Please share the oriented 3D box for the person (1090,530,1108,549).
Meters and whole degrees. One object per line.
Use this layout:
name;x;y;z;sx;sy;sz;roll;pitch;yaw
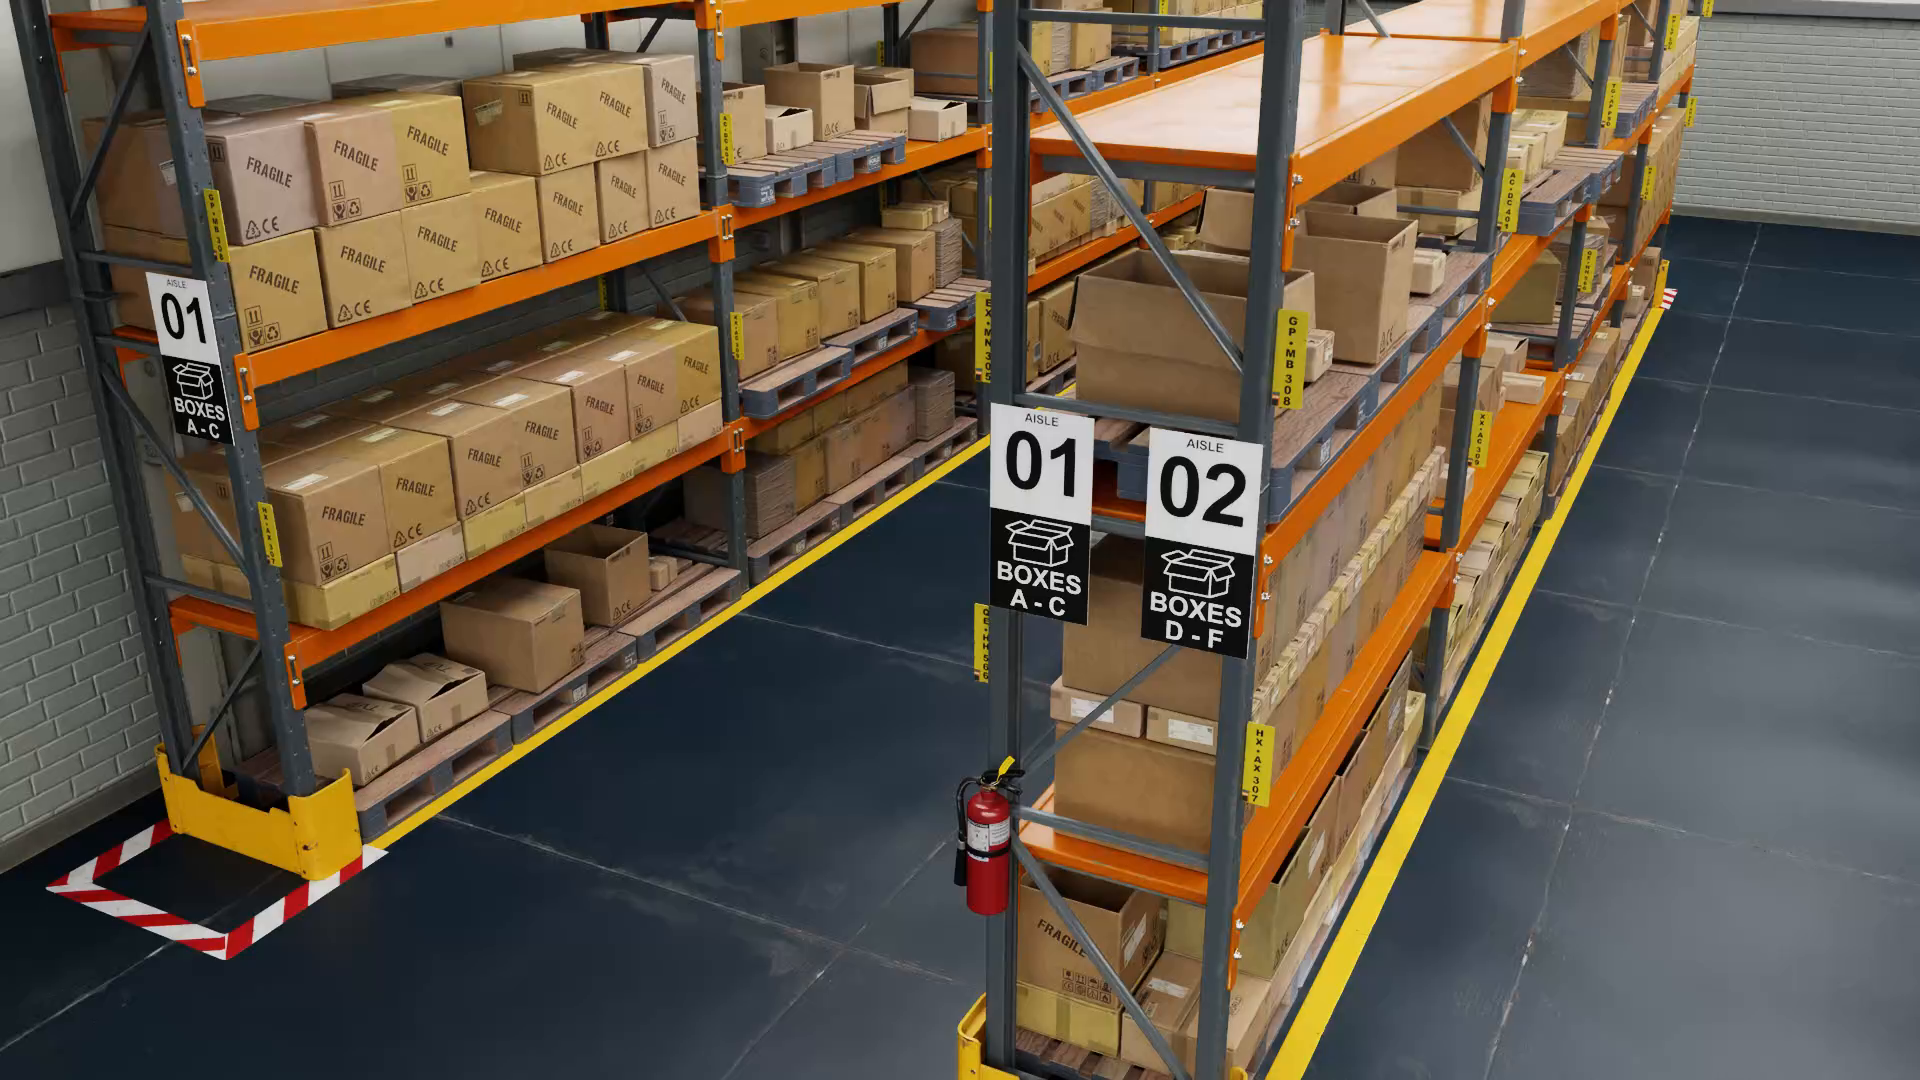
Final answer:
person;1.014;-0.153;11.107;0.487;1.778;0.584;11;25;25
